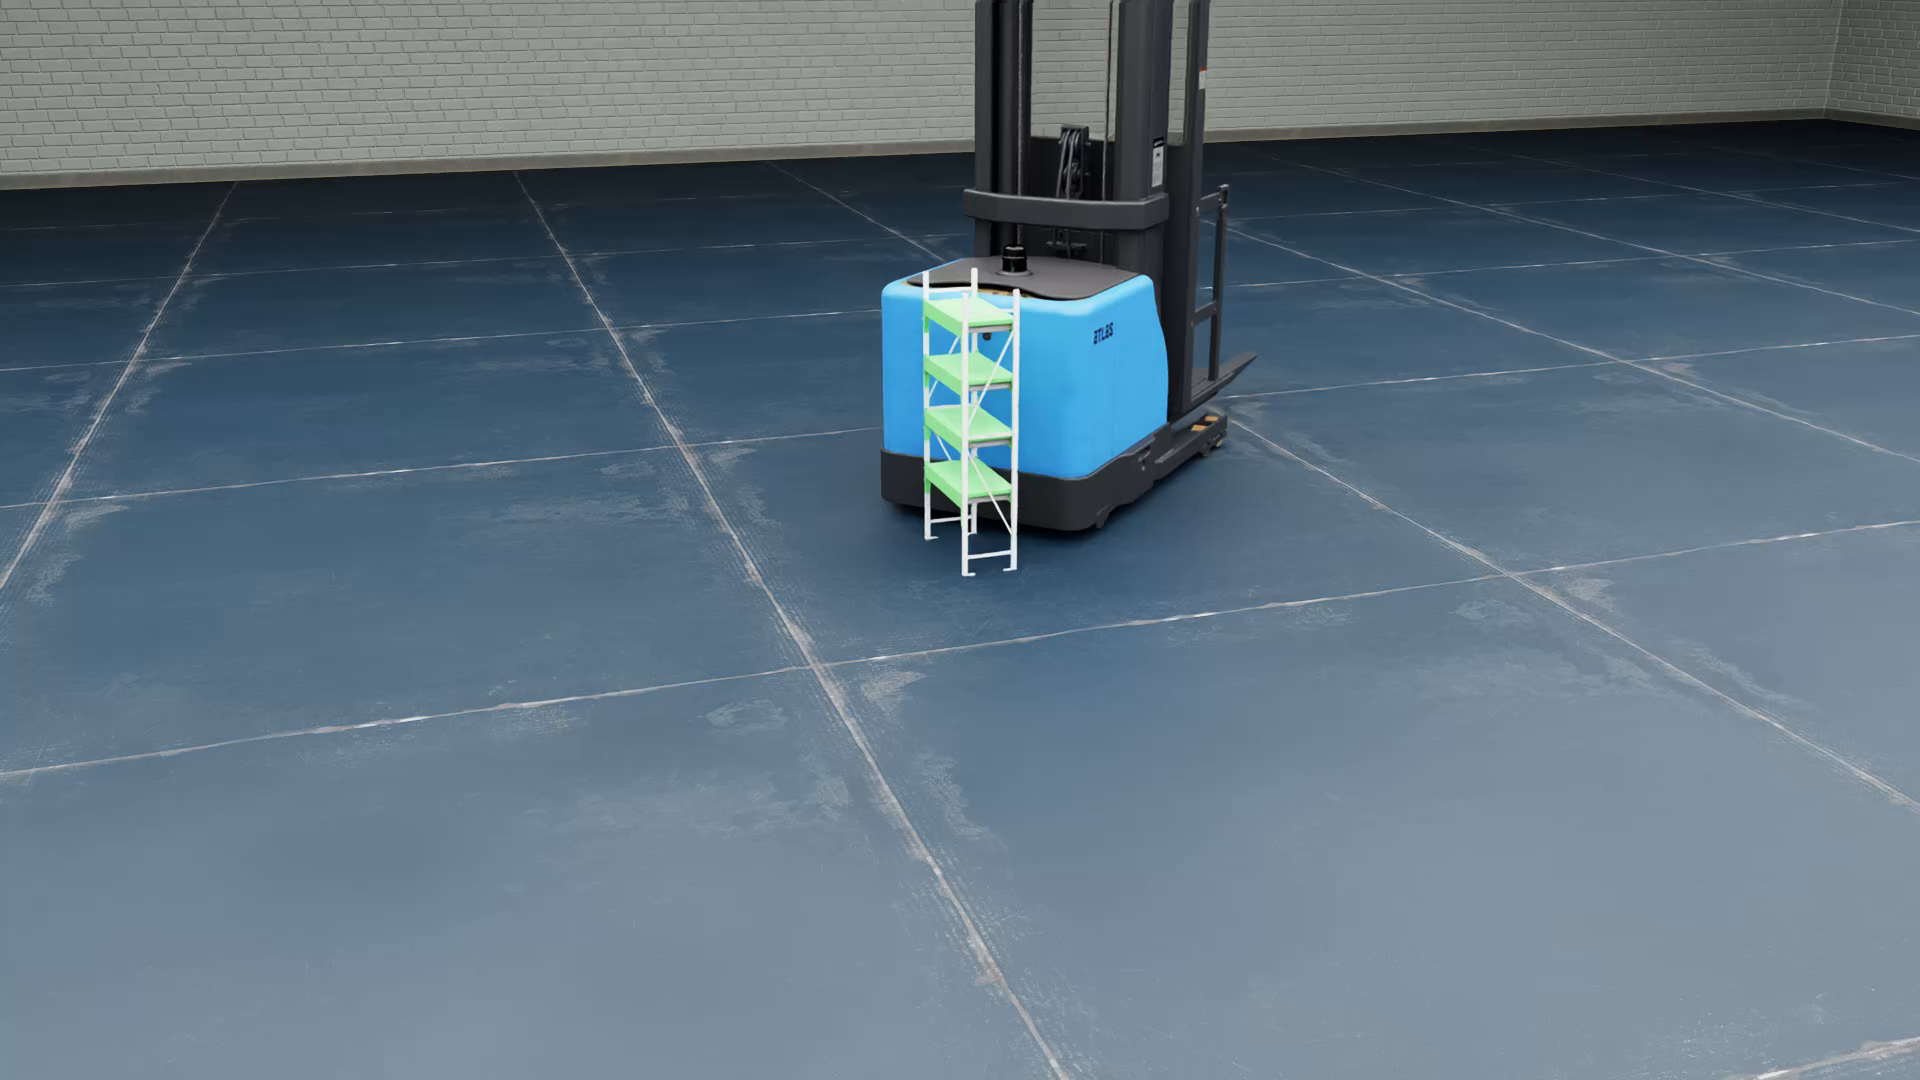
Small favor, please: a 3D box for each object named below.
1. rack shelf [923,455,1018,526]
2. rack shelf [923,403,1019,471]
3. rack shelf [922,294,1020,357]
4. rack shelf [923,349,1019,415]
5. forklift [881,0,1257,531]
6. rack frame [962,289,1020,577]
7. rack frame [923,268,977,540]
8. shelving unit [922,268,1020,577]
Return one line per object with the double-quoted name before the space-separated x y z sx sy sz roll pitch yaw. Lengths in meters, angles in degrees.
"rack shelf" 0.041 -0.216 7.142 0.258 0.148 0.480 -7 21 -19
"rack shelf" 0.041 -0.442 7.061 0.258 0.148 0.480 -7 21 -19
"rack shelf" 0.041 -0.894 6.898 0.258 0.148 0.480 -7 21 -19
"rack shelf" 0.041 -0.668 6.979 0.258 0.148 0.480 -7 21 -19
"forklift" 0.761 -1.873 8.296 1.130 2.935 3.031 10 22 26
"rack frame" 0.123 -0.424 6.823 0.240 1.200 0.015 -7 21 -19
"rack frame" -0.041 -0.580 7.255 0.240 1.200 0.015 -7 21 -19
"shelving unit" 0.041 -0.502 7.039 0.258 1.200 0.503 -7 21 -19
